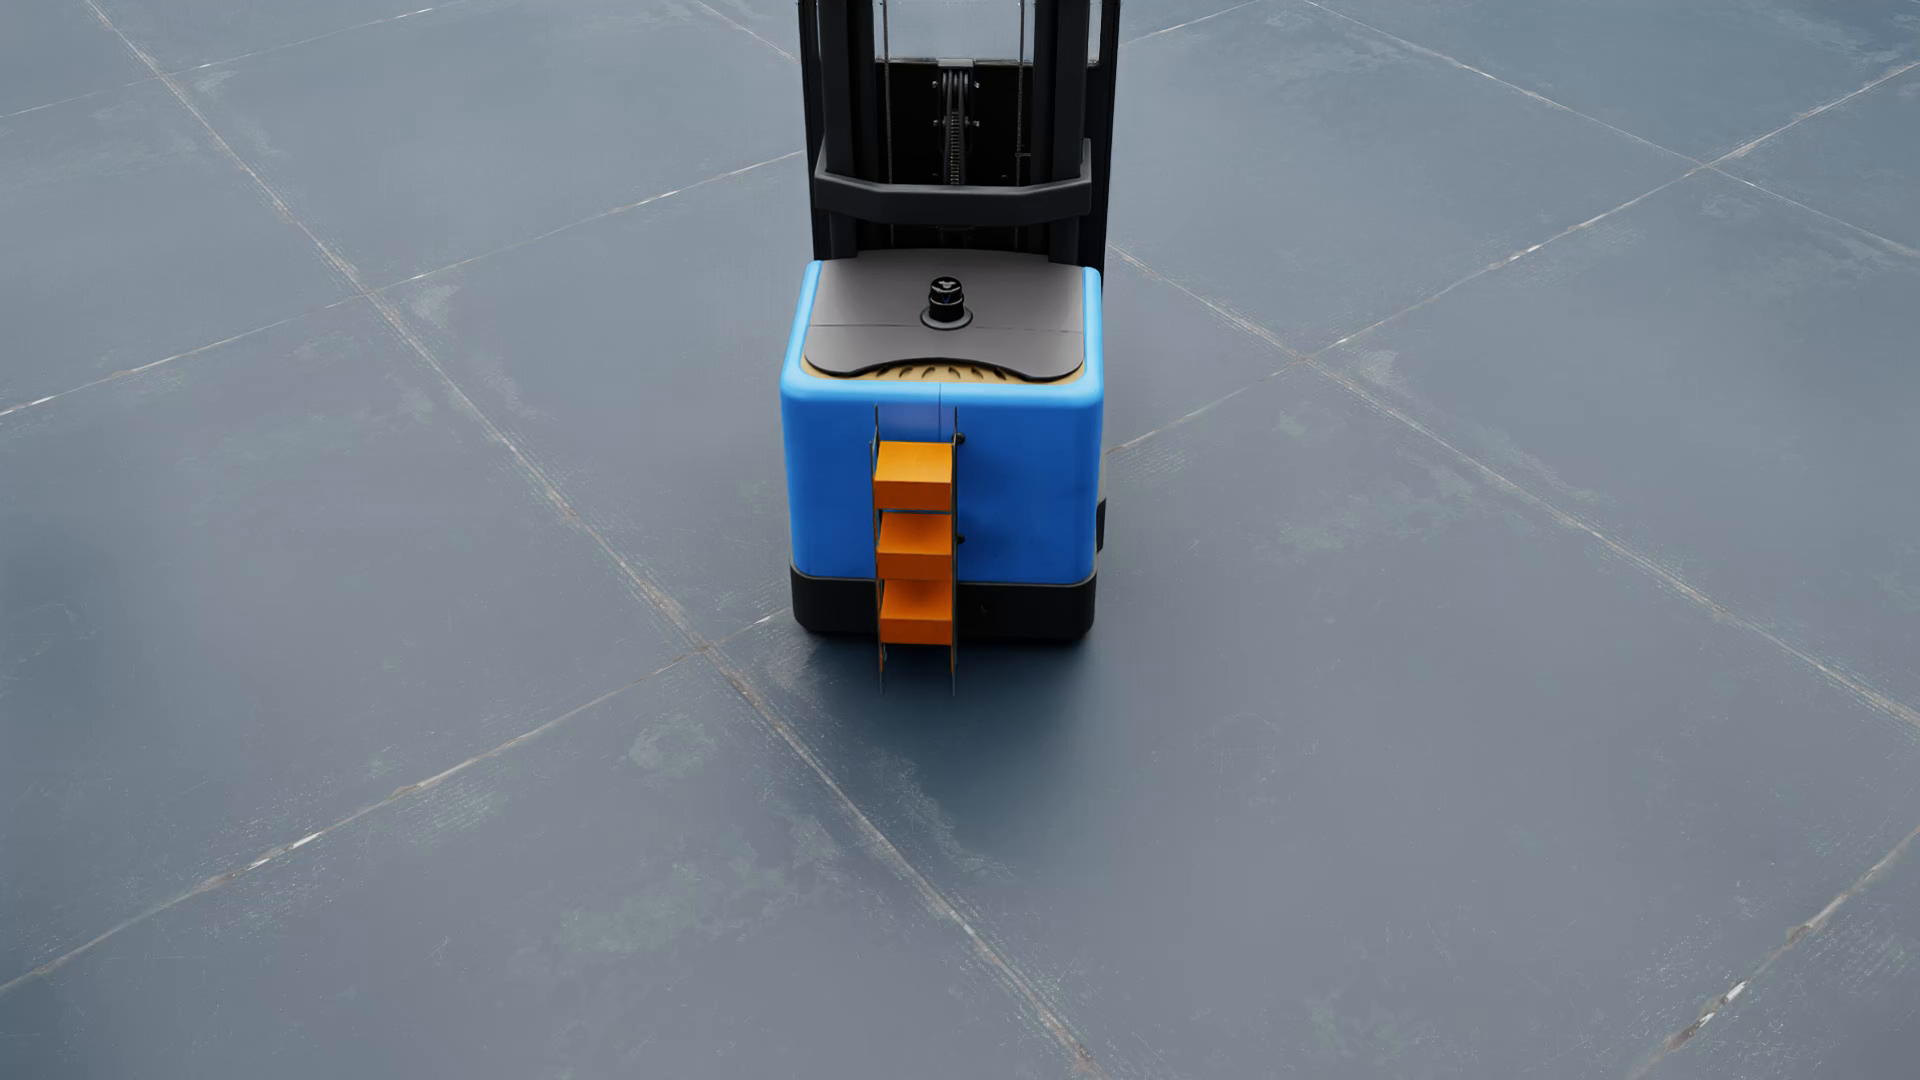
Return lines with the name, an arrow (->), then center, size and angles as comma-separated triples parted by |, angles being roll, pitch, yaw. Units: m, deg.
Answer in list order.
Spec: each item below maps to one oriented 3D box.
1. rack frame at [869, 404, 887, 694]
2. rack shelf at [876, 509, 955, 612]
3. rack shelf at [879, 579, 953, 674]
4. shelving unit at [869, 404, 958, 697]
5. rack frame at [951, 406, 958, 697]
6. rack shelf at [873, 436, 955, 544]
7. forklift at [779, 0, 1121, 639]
rack frame -> -0.261, 0.052, 5.359 | 0.008, 1.050, 0.200 | 2, 40, 2
rack shelf -> -0.139, 0.064, 5.361 | 0.240, 0.259, 0.215 | 2, 40, 2
rack shelf -> -0.139, 0.278, 5.538 | 0.240, 0.259, 0.215 | 2, 40, 2
shelving unit -> -0.139, 0.056, 5.354 | 0.252, 1.050, 0.215 | 2, 40, 2
rack frame -> -0.017, 0.059, 5.350 | 0.008, 1.050, 0.200 | 2, 40, 2
rack shelf -> -0.139, -0.155, 5.180 | 0.240, 0.259, 0.215 | 2, 40, 2
forklift -> 0.009, -1.708, 6.021 | 1.130, 2.935, 3.031 | 2, 39, 2
